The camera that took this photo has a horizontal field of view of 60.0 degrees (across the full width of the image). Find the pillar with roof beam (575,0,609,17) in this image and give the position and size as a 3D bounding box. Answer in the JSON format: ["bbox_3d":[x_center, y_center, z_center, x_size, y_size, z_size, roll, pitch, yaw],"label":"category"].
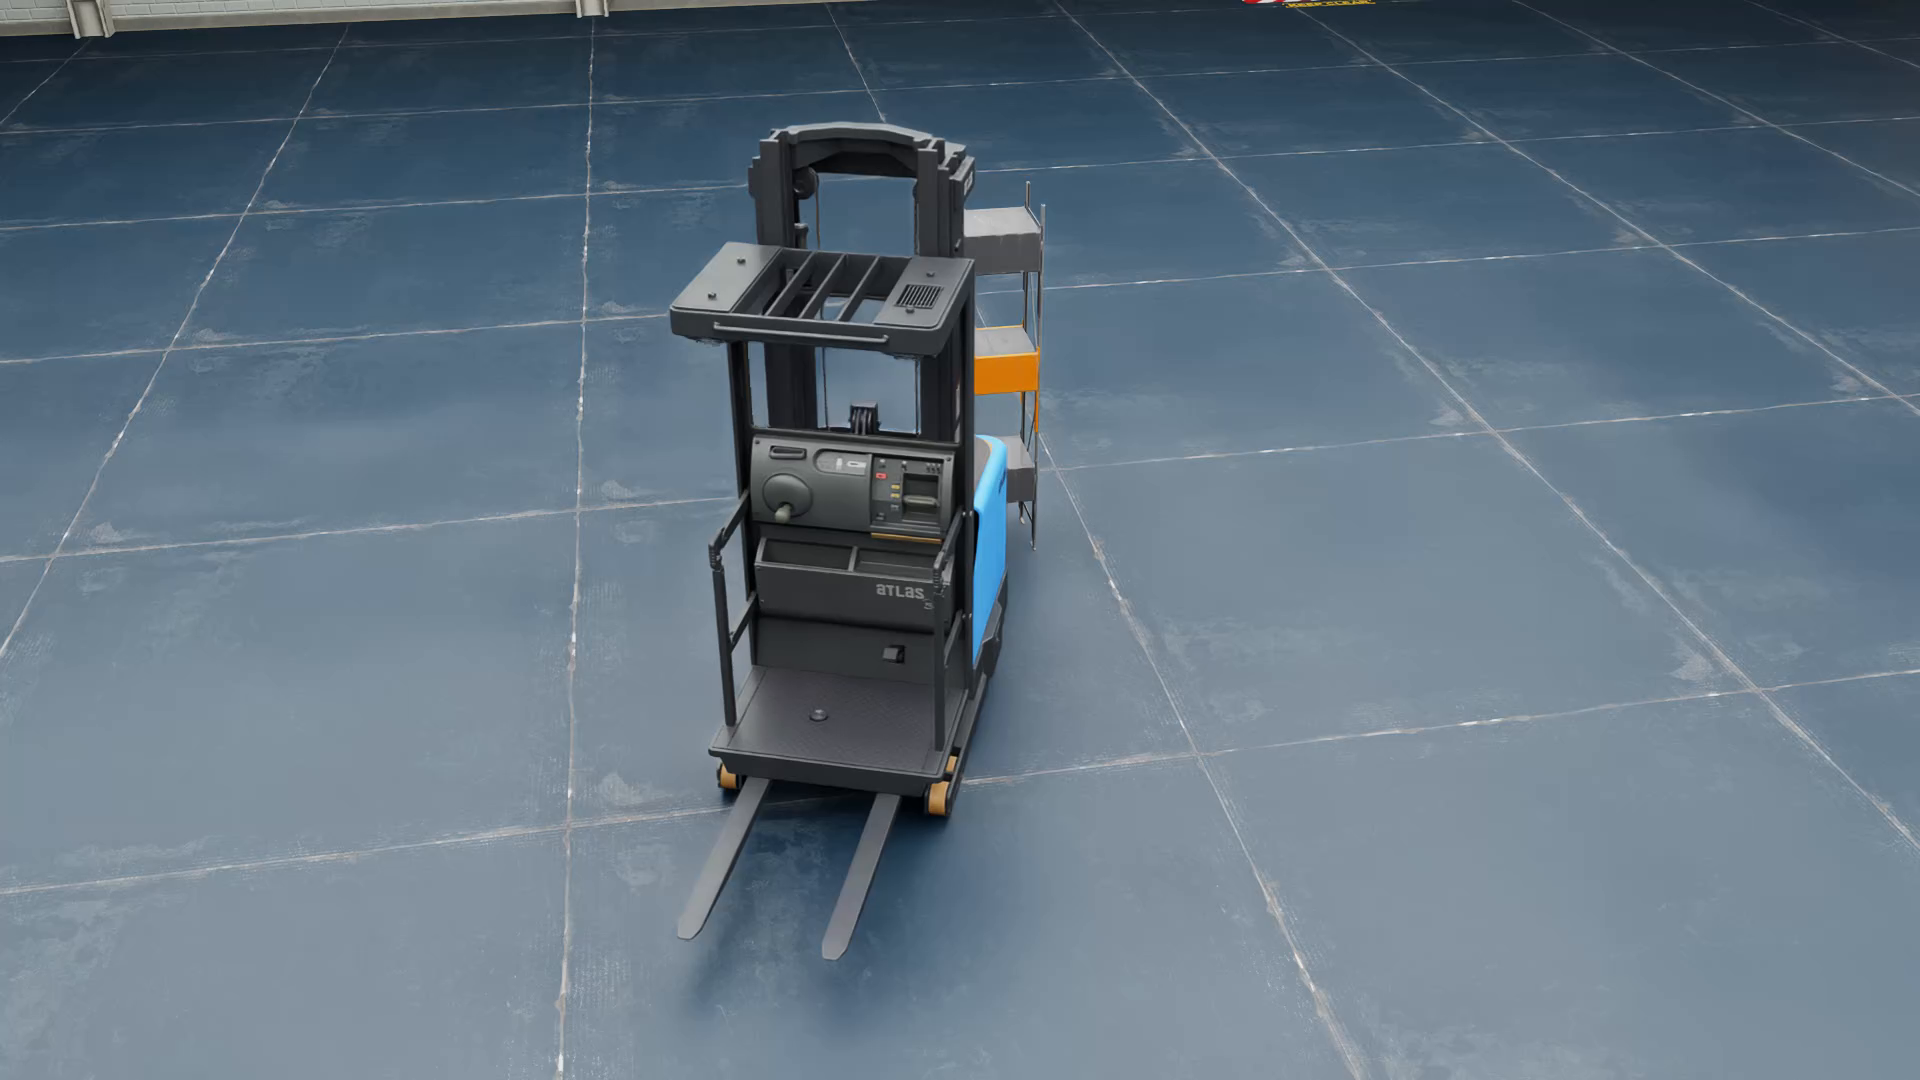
[{"bbox_3d":[-3.935,-8.484,15.416,0.400,9.000,9.100,-5,31,-9],"label":"pillar with roof beam"}]

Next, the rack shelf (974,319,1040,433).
[{"bbox_3d":[0.163,-0.908,9.365,0.480,0.518,0.431,-5,31,-9],"label":"rack shelf"}]

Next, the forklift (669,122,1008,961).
[{"bbox_3d":[-0.526,-0.190,7.297,1.130,2.935,3.031,6,31,9],"label":"forklift"}]

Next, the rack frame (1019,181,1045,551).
[{"bbox_3d":[0.403,-0.943,9.396,0.015,2.100,0.400,-5,31,-9],"label":"rack frame"}]

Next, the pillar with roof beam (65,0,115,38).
[{"bbox_3d":[-9.837,-7.937,14.484,0.400,9.000,9.100,-5,31,-9],"label":"pillar with roof beam"}]

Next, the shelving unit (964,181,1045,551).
[{"bbox_3d":[0.163,-0.920,9.358,0.503,2.100,0.431,-5,31,-9],"label":"shelving unit"}]

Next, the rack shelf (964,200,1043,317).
[{"bbox_3d":[0.163,-1.512,9.010,0.480,0.518,0.431,-5,31,-9],"label":"rack shelf"}]

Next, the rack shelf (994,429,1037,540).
[{"bbox_3d":[0.163,-0.305,9.720,0.480,0.518,0.431,-5,31,-9],"label":"rack shelf"}]
